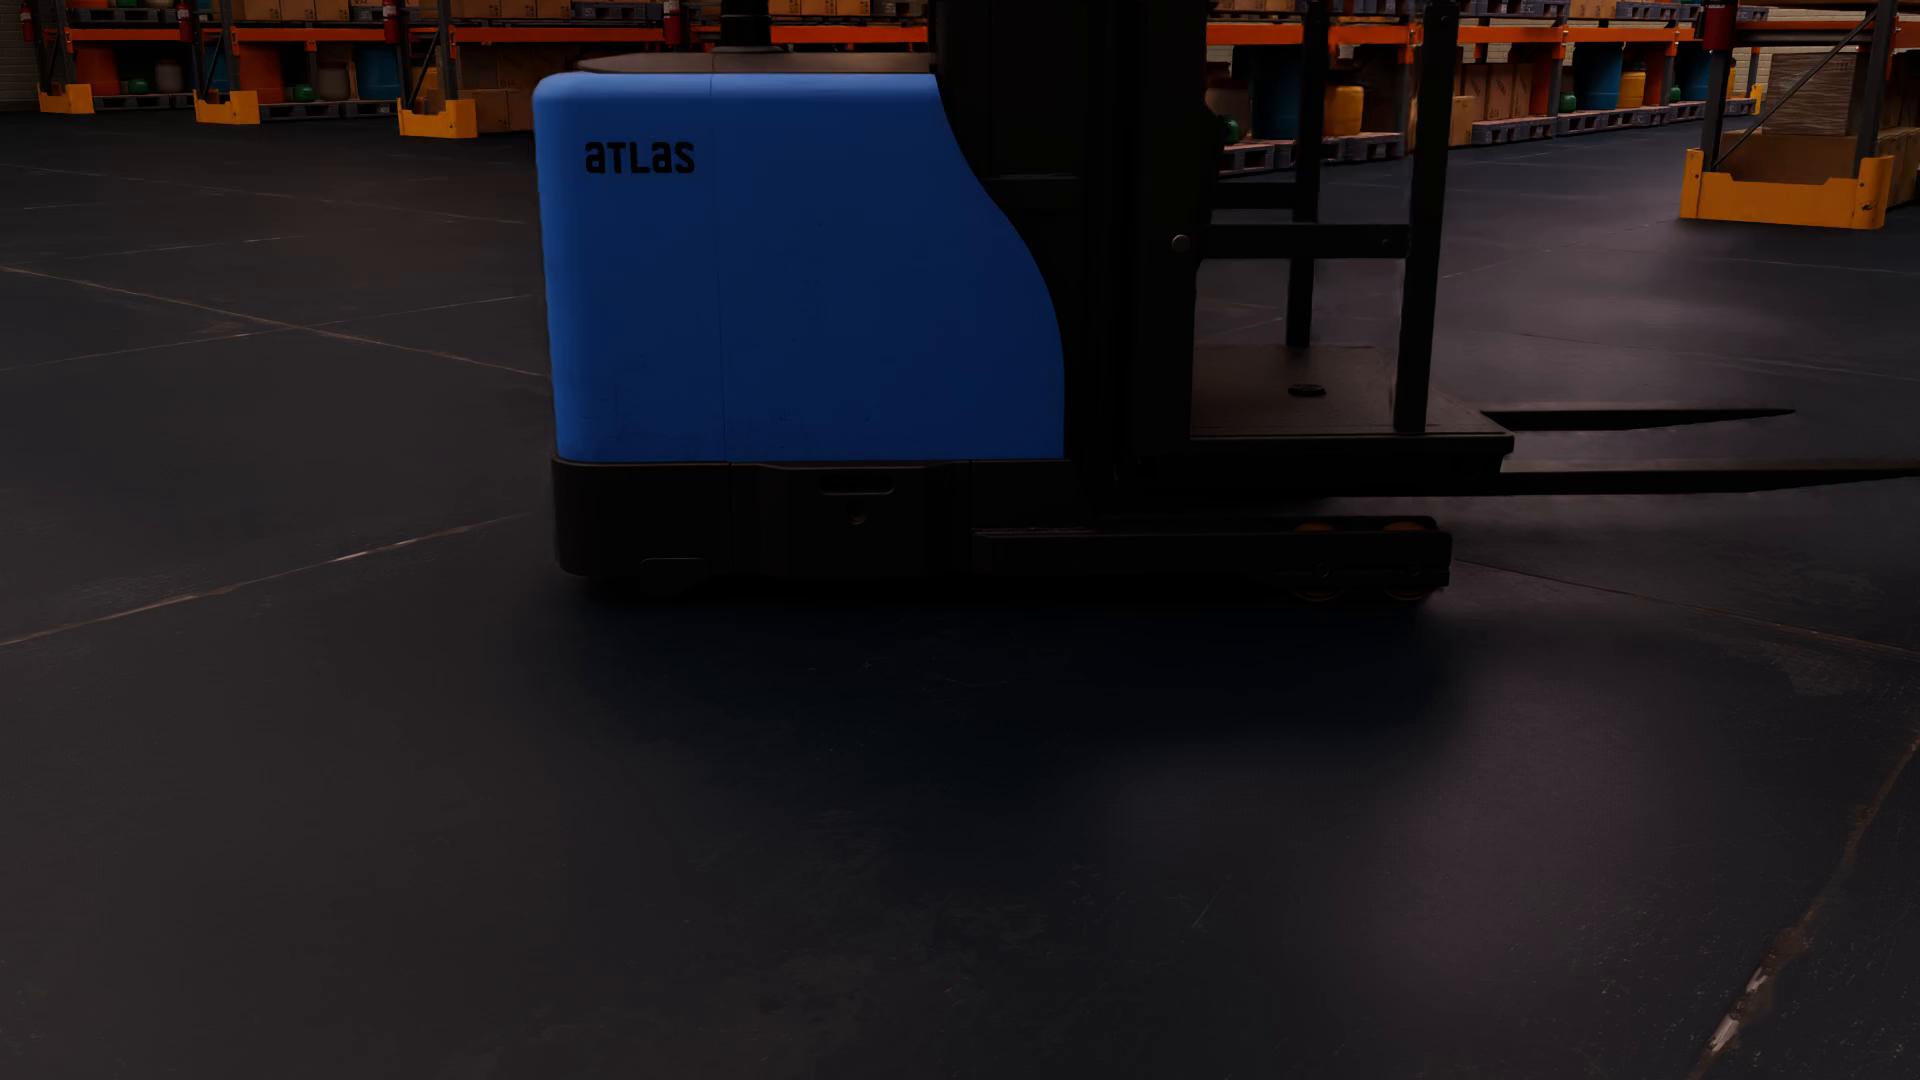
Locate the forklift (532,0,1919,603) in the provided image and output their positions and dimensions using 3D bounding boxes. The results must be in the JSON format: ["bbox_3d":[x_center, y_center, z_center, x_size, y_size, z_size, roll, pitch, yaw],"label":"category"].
[{"bbox_3d":[0.646,-1.425,3.589,3.031,2.935,1.130,-1,17,-2],"label":"forklift"}]
